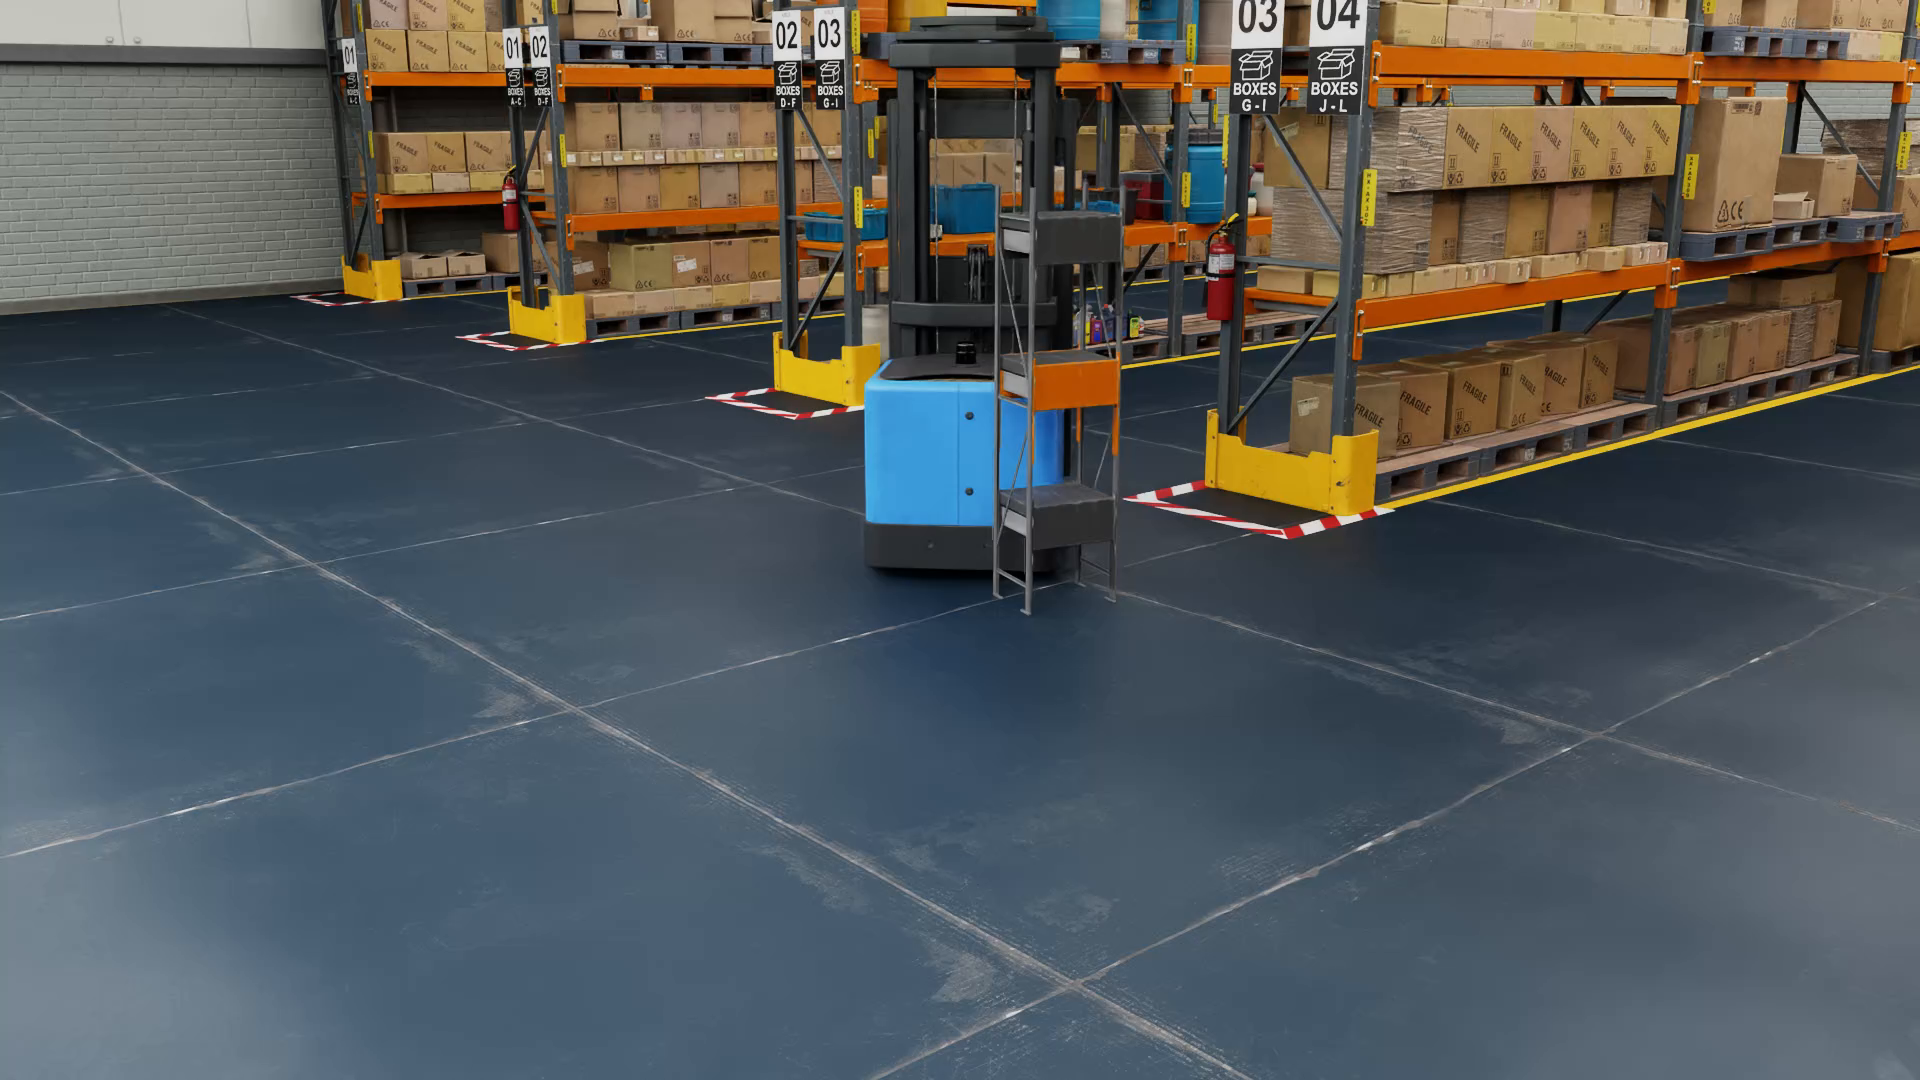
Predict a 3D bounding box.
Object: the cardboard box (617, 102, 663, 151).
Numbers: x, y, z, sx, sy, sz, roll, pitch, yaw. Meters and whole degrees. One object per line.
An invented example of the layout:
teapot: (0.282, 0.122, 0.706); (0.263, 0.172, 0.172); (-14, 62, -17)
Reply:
cardboard box: (-3.640, -4.499, 18.074); (0.500, 0.500, 0.700); (-13, 20, -41)

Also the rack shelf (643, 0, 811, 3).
rack shelf: (-3.162, -7.986, 24.380); (4.000, 0.370, 1.077); (-13, 19, -39)

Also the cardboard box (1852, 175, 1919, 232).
cardboard box: (8.646, -3.152, 15.544); (0.500, 0.500, 0.500); (-12, 19, -38)

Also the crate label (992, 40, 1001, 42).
crate label: (0.444, -4.314, 14.562); (0.408, 0.251, 0.502); (-13, 19, -39)

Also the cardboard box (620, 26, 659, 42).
cardboard box: (-3.431, -5.412, 17.787); (0.250, 0.149, 0.380); (-13, 19, -39)

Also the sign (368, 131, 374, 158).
sign: (-7.332, -4.925, 20.697); (0.005, 0.325, 0.100); (-13, 19, -39)

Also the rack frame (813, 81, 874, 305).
rack frame: (-1.417, -4.326, 20.133); (0.127, 3.000, 1.000); (-13, 19, -39)

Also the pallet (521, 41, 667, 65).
pallet: (-3.884, -5.170, 17.650); (1.213, 0.211, 1.003); (-13, 19, -39)

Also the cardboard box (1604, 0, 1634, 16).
cardboard box: (4.443, -3.716, 11.556); (0.250, 0.149, 0.380); (-13, 20, -41)

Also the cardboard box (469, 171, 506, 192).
cardboard box: (-6.342, -4.746, 21.957); (0.500, 0.250, 0.500); (-13, 20, -40)

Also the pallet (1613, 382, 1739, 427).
pallet: (5.670, -1.182, 13.765); (1.213, 0.211, 1.003); (-13, 19, -39)

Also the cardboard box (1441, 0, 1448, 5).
cardboard box: (2.794, -3.382, 10.305); (0.250, 0.149, 0.380); (-13, 20, -40)

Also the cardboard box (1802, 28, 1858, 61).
cardboard box: (7.157, -4.152, 13.958); (0.500, 0.250, 0.500); (-12, 19, -38)

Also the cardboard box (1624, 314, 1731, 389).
cardboard box: (5.933, -1.579, 13.839); (0.500, 0.500, 0.700); (-13, 20, -40)

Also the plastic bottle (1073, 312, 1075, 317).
plastic bottle: (1.045, -2.210, 16.491); (0.185, 0.351, 0.144); (-13, 19, -39)

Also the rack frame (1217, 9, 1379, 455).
rack frame: (2.066, -1.719, 10.374); (0.127, 3.000, 1.000); (-13, 19, -39)

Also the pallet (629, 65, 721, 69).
pallet: (-4.136, -6.732, 23.692); (1.003, 0.211, 1.213); (-13, 19, -39)

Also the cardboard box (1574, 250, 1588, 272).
cardboard box: (4.301, -2.030, 12.024); (0.250, 0.149, 0.380); (-13, 19, -39)

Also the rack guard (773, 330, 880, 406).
rack guard: (-1.159, -1.498, 14.389); (0.348, 0.500, 1.175); (-13, 19, -39)

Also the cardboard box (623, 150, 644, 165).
cardboard box: (-3.610, -4.122, 17.918); (0.250, 0.149, 0.380); (-13, 19, -39)

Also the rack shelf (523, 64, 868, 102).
rack shelf: (-2.925, -5.089, 18.570); (4.000, 0.370, 1.077); (-13, 19, -39)

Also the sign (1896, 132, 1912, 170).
sign: (8.464, -3.492, 14.919); (0.005, 0.325, 0.100); (-13, 19, -39)

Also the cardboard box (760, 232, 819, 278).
cardboard box: (-2.008, -3.359, 19.575); (0.500, 0.500, 0.500); (-13, 19, -39)

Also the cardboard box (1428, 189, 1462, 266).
cardboard box: (2.797, -2.107, 11.056); (0.500, 0.500, 0.875); (-13, 19, -39)

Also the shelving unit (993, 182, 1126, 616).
shelving unit: (0.486, -0.707, 8.330); (0.503, 2.100, 0.431); (-7, 16, -24)

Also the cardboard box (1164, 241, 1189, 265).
cardboard box: (2.905, -4.204, 23.667); (0.500, 0.500, 0.500); (-13, 20, -40)

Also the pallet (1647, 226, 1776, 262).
pallet: (5.756, -2.405, 13.314); (1.213, 0.211, 1.003); (-13, 19, -39)

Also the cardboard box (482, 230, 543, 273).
cardboard box: (-6.091, -3.928, 22.634); (0.500, 0.500, 0.700); (-14, 21, -43)

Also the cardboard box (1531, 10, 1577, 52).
cardboard box: (3.750, -3.388, 11.100); (0.500, 0.250, 0.500); (-12, 19, -38)

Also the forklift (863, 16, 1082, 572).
forklift: (0.151, -1.577, 9.974); (1.130, 2.935, 3.031); (2, 15, 6)

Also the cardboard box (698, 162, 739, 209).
cardboard box: (-2.907, -4.036, 18.854); (0.500, 0.500, 0.700); (-12, 19, -38)

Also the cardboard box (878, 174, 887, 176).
cardboard box: (-0.874, -4.446, 20.842); (0.258, 0.266, 0.396); (-13, 20, -41)

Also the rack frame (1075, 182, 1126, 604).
rack frame: (0.706, -0.734, 8.430); (0.015, 2.100, 0.400); (-7, 16, -24)

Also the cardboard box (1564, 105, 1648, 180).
cardboard box: (4.548, -2.857, 11.926); (0.500, 0.500, 0.500); (-13, 19, -39)

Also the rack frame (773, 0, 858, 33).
rack frame: (-1.185, -5.582, 13.209); (0.127, 3.000, 1.000); (-13, 19, -39)

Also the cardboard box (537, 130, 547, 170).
cardboard box: (-5.585, -5.280, 22.504); (0.500, 0.500, 0.500); (-13, 20, -41)

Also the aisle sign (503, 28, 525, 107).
aisle sign: (-4.676, -4.950, 17.433); (0.004, 0.787, 0.394); (-13, 19, -39)

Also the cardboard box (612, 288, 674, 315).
cardboard box: (-3.509, -2.656, 18.395); (0.500, 0.250, 0.500); (-13, 19, -39)

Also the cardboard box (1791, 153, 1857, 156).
cardboard box: (7.720, -3.226, 15.009); (0.500, 0.500, 0.500); (13, 20, 40)

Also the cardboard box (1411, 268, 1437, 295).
cardboard box: (2.837, -1.678, 10.705); (0.250, 0.149, 0.380); (-13, 19, -39)

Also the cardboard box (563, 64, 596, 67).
cardboard box: (-5.280, -6.580, 22.527); (0.500, 0.500, 0.500); (14, 20, 42)

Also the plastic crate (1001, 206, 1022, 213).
plastic crate: (0.623, -3.084, 15.893); (0.662, 0.188, 0.450); (-13, 19, -39)

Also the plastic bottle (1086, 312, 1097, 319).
plastic bottle: (1.275, -2.085, 16.167); (0.135, 0.276, 0.152); (-13, 19, -39)

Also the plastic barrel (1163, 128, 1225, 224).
plastic barrel: (2.322, -3.610, 16.480); (0.708, 0.901, 0.600); (-13, 19, -39)

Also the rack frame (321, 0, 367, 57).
rack frame: (-7.689, -7.511, 20.430); (0.127, 3.000, 1.000); (-13, 19, -39)

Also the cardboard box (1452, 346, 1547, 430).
cardboard box: (3.912, -1.113, 12.135); (0.500, 0.500, 0.500); (14, 20, 42)

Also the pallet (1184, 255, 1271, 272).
pallet: (4.030, -4.189, 25.023); (1.213, 0.211, 1.003); (-13, 19, -39)

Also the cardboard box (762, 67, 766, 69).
cardboard box: (-2.692, -7.275, 25.120); (0.637, 0.503, 0.797); (-9, 18, -32)

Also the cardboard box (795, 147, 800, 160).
cardboard box: (-2.062, -4.469, 19.217); (0.250, 0.149, 0.380); (-13, 20, -39)

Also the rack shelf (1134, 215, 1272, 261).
rack shelf: (3.341, -3.352, 17.882); (4.000, 0.370, 1.077); (-13, 19, -39)

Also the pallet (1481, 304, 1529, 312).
pallet: (6.337, -3.039, 20.717); (1.213, 0.211, 1.003); (-13, 19, -39)

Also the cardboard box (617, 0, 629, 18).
cardboard box: (-4.871, -7.142, 22.694); (0.500, 0.500, 0.500); (14, 20, 42)
